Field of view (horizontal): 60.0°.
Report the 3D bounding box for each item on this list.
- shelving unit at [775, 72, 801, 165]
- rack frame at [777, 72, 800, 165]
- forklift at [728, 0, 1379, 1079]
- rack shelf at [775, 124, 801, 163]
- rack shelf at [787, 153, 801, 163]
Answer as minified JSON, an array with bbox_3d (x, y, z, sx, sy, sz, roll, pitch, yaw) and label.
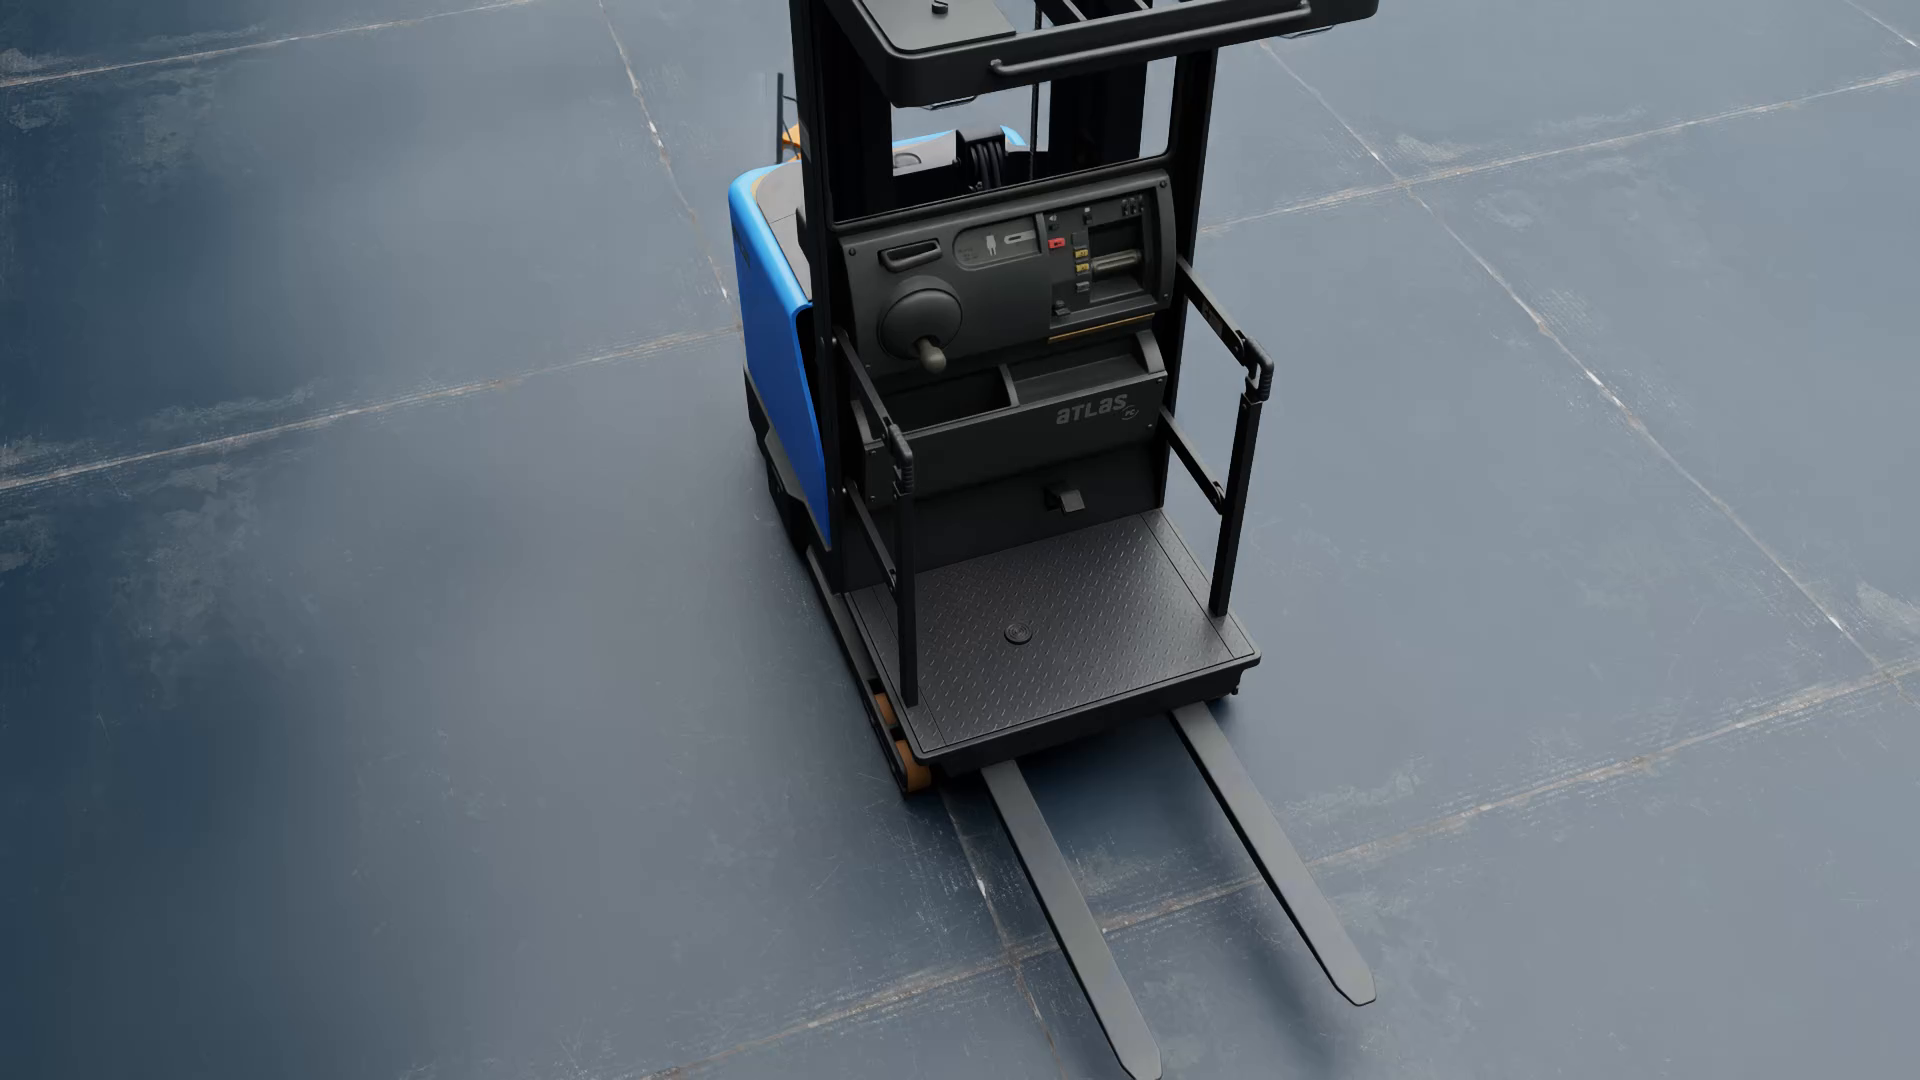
[{"bbox_3d":[-0.512,-1.122,6.006,0.258,1.200,0.189,22,42,18],"label":"shelving unit"},{"bbox_3d":[-0.554,-1.073,5.941,0.240,1.200,0.006,22,42,18],"label":"rack frame"},{"bbox_3d":[0.222,-0.619,4.298,1.130,2.935,3.031,-15,47,-14],"label":"forklift"},{"bbox_3d":[-0.487,-1.364,5.805,0.258,0.103,0.180,22,42,18],"label":"rack shelf"},{"bbox_3d":[-0.497,-1.272,5.882,0.258,0.103,0.180,22,42,18],"label":"rack shelf"}]
